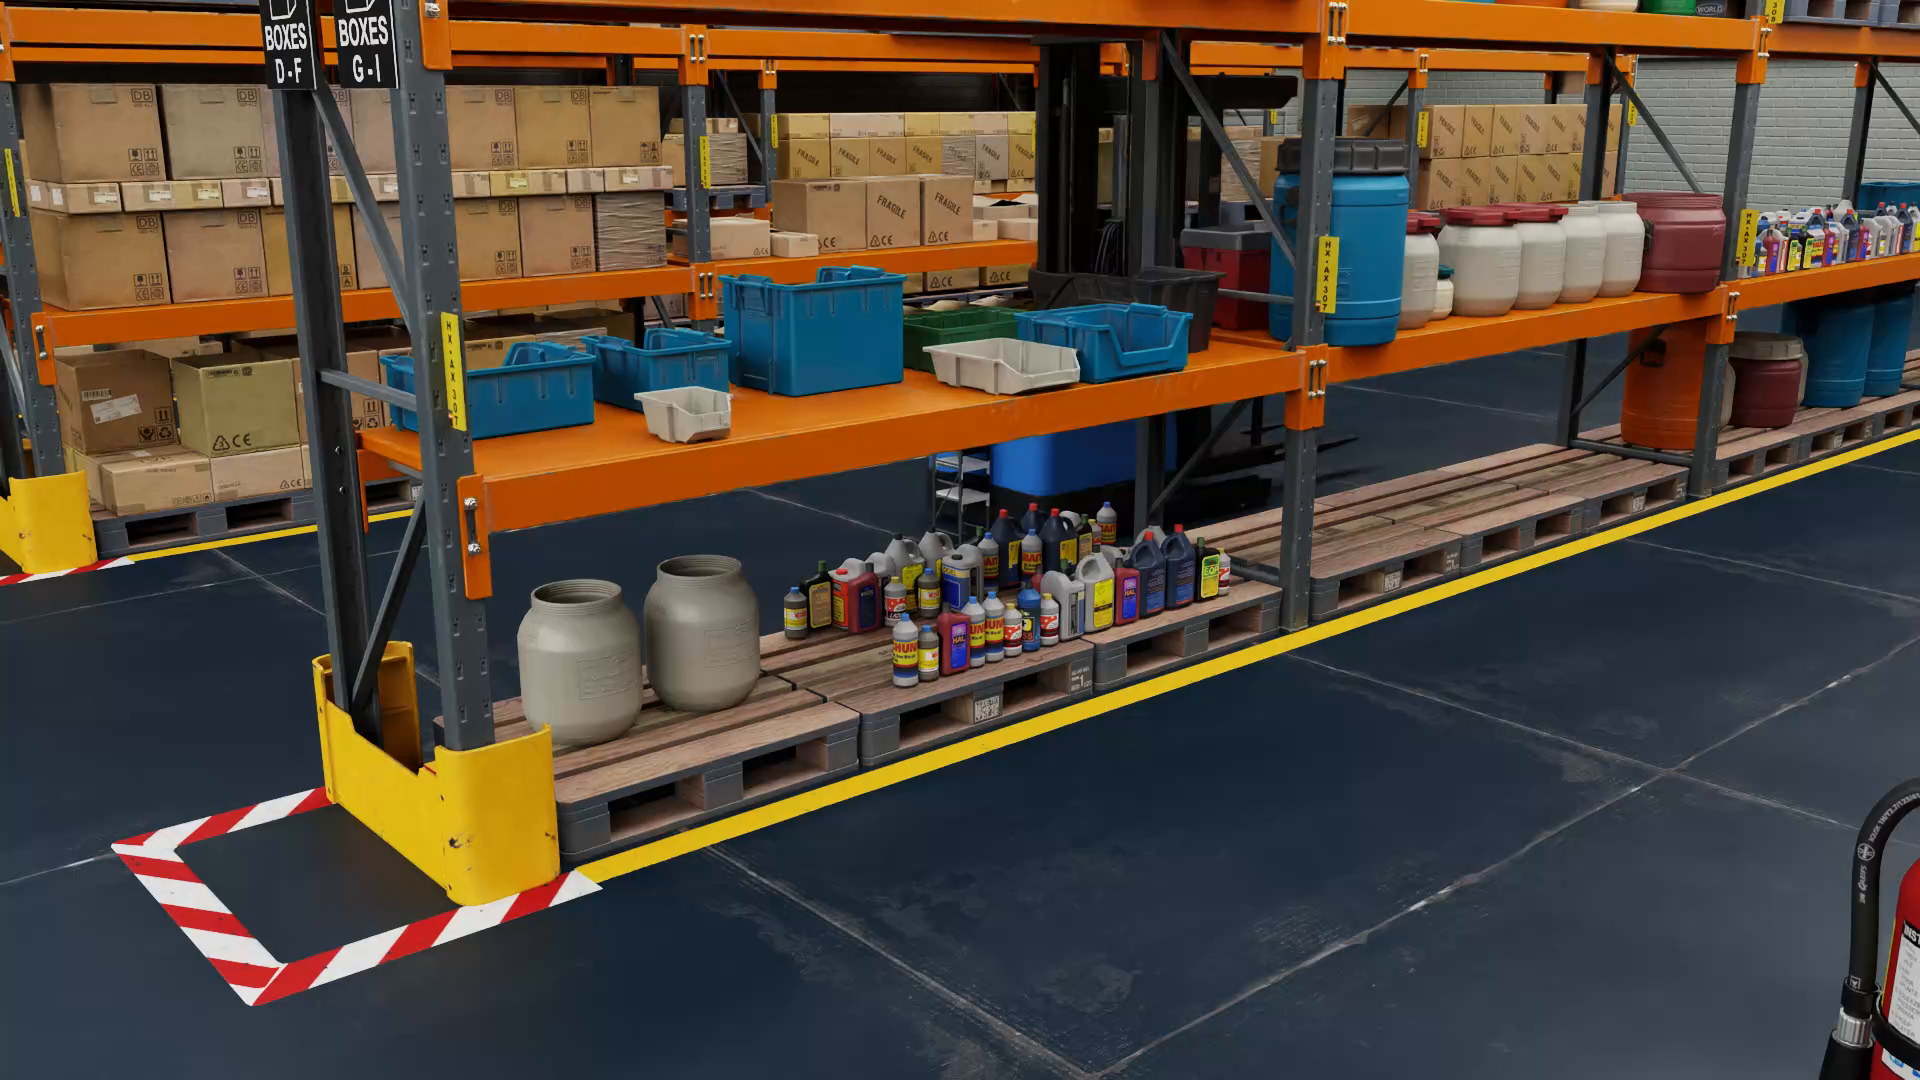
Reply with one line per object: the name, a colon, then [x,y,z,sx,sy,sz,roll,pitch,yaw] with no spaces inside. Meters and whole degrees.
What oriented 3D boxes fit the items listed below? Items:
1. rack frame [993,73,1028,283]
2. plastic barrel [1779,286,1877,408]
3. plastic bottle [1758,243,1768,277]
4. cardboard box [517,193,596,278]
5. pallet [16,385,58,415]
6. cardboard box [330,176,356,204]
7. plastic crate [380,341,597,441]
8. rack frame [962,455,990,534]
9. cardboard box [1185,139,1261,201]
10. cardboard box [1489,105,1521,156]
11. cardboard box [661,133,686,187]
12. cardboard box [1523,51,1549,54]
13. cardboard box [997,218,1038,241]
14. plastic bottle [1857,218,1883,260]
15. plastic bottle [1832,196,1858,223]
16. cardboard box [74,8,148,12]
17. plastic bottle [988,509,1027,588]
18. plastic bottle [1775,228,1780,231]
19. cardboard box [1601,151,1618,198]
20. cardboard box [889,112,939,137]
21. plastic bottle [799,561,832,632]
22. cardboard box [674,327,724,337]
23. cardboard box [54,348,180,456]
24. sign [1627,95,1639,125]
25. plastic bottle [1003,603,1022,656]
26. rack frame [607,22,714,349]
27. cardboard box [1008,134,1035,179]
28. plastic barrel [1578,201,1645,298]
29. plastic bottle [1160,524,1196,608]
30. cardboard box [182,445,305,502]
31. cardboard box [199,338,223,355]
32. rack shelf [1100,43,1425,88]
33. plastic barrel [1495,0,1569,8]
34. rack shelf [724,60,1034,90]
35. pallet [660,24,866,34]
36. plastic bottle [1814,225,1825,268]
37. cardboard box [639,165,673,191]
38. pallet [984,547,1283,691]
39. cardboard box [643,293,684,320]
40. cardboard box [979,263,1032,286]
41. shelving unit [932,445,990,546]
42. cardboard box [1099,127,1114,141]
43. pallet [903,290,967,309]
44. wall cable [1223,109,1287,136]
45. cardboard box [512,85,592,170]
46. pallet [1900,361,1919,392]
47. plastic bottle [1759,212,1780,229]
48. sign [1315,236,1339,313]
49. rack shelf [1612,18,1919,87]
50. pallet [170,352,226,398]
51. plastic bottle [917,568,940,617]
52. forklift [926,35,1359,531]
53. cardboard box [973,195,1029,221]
rack frame: [0.769,-4.408,19.940,0.127,3.000,1.000,-13,19,-39]
plastic barrel: [6.317,-1.460,12.154,0.708,0.901,0.600,-13,19,-39]
plastic bottle: [4.973,-1.747,10.363,0.097,0.201,0.097,0,15,0]
cardboard box: [-2.735,-1.970,10.620,0.500,0.500,0.700,-13,20,-40]
pallet: [-7.590,-1.172,13.227,1.213,0.211,1.003,-13,19,-39]
cardboard box: [-3.621,-2.016,9.535,0.250,0.149,0.380,-13,20,-40]
plastic crate: [-1.599,-0.518,5.664,0.616,0.251,0.499,-13,19,-39]
rack frame: [0.083,-0.453,9.203,0.006,0.900,0.240,-13,20,-39]
cardboard box: [2.223,-3.264,14.651,0.500,0.500,0.700,-9,17,-29]
cardboard box: [5.341,-4.175,16.937,0.500,0.500,0.500,-13,20,-41]
cardboard box: [-3.000,-3.810,16.654,0.700,0.500,0.500,14,20,42]
cardboard box: [5.686,-5.109,17.042,0.500,0.250,0.500,-13,19,-39]
cardboard box: [0.509,-2.439,13.056,0.250,0.149,0.380,-13,19,-39]
plastic bottle: [6.255,-2.080,11.466,0.135,0.276,0.152,-13,19,-39]
plastic bottle: [6.764,-2.452,12.713,0.185,0.351,0.144,-13,19,-39]
cardboard box: [-6.659,-4.158,12.959,0.500,0.500,0.500,-11,19,-36]
plastic bottle: [0.214,0.031,7.602,0.185,0.351,0.144,-14,20,-42]
plastic bottle: [5.208,-1.854,10.630,0.097,0.271,0.097,0,15,0]
cardboard box: [6.882,-4.041,18.374,0.500,0.500,0.500,-12,19,-38]
cardboard box: [-0.576,-4.585,18.342,0.500,0.250,0.500,-13,20,-40]
plastic bottle: [-0.606,0.233,6.975,0.133,0.283,0.061,-12,19,-38]
cardboard box: [-1.894,-1.359,11.952,0.500,0.311,0.500,-13,19,-39]
cardboard box: [-4.819,-0.797,9.482,0.500,0.500,0.500,-13,19,-39]
sign: [7.391,-4.723,18.261,0.005,0.325,0.100,-13,19,-39]
plastic bottle: [0.201,0.355,6.680,0.097,0.201,0.097,0,15,0]
rack frame: [-2.011,-2.089,11.258,0.127,3.000,1.000,-13,19,-39]
cardboard box: [0.586,-4.482,19.410,0.500,0.500,0.500,-13,20,-40]
plastic barrel: [3.619,-1.640,9.360,0.421,0.512,0.421,0,15,0]
plastic bottle: [0.941,0.108,7.312,0.185,0.351,0.144,-13,20,-41]
cardboard box: [-4.103,-0.419,9.520,0.500,0.250,0.500,-13,19,-39]
cardboard box: [-6.485,-1.621,14.178,0.380,0.149,0.250,14,20,42]
rack shelf: [2.515,-4.207,14.769,4.000,0.370,1.077,-13,19,-39]
plastic barrel: [3.000,-3.251,8.963,0.708,0.830,0.600,-13,19,-39]
rack shelf: [-0.740,-5.171,18.377,4.000,0.370,1.077,-13,19,-39]
pallet: [-1.354,-3.598,11.465,1.217,0.209,0.805,-14,20,-42]
plastic bottle: [5.596,-1.921,10.878,0.097,0.271,0.097,0,15,0]
cardboard box: [-2.076,-2.363,10.833,0.250,0.149,0.380,-13,20,-39]
pallet: [0.704,0.329,7.610,1.213,0.211,1.003,-13,19,-39]
cardboard box: [-3.222,-2.539,16.932,0.500,0.500,0.700,-13,20,-39]
cardboard box: [0.364,-3.437,19.656,0.750,0.750,0.750,-12,19,-39]
shelving unit: [0.006,-0.436,9.139,0.210,0.900,0.258,-13,20,-39]
cardboard box: [1.743,-4.764,20.692,0.700,0.700,0.980,-13,20,-41]
pallet: [-0.684,-2.708,18.978,1.213,0.211,1.003,-13,19,-39]
wall cable: [4.132,-5.978,23.847,1.851,1.984,0.084,-13,19,-39]
cardboard box: [-2.722,-2.602,10.471,0.500,0.500,0.700,-13,20,-39]
pallet: [7.802,-1.264,13.574,1.213,0.211,1.003,-13,19,-39]
plastic bottle: [5.800,-2.219,11.985,0.135,0.276,0.152,-13,19,-39]
sign: [1.590,-1.149,7.202,0.005,0.325,0.100,-13,19,-39]
rack shelf: [5.764,-3.242,11.157,4.000,0.370,1.077,-13,19,-39]
pallet: [-6.670,-1.377,13.997,1.213,0.211,1.003,-13,19,-39]
plastic bottle: [-0.135,0.223,7.173,0.097,0.201,0.097,0,15,0]
forklift: [1.256,-1.691,9.901,3.031,2.935,1.130,-12,19,-39]
cardboard box: [0.204,-2.610,13.381,0.500,0.311,0.500,-13,20,-40]
